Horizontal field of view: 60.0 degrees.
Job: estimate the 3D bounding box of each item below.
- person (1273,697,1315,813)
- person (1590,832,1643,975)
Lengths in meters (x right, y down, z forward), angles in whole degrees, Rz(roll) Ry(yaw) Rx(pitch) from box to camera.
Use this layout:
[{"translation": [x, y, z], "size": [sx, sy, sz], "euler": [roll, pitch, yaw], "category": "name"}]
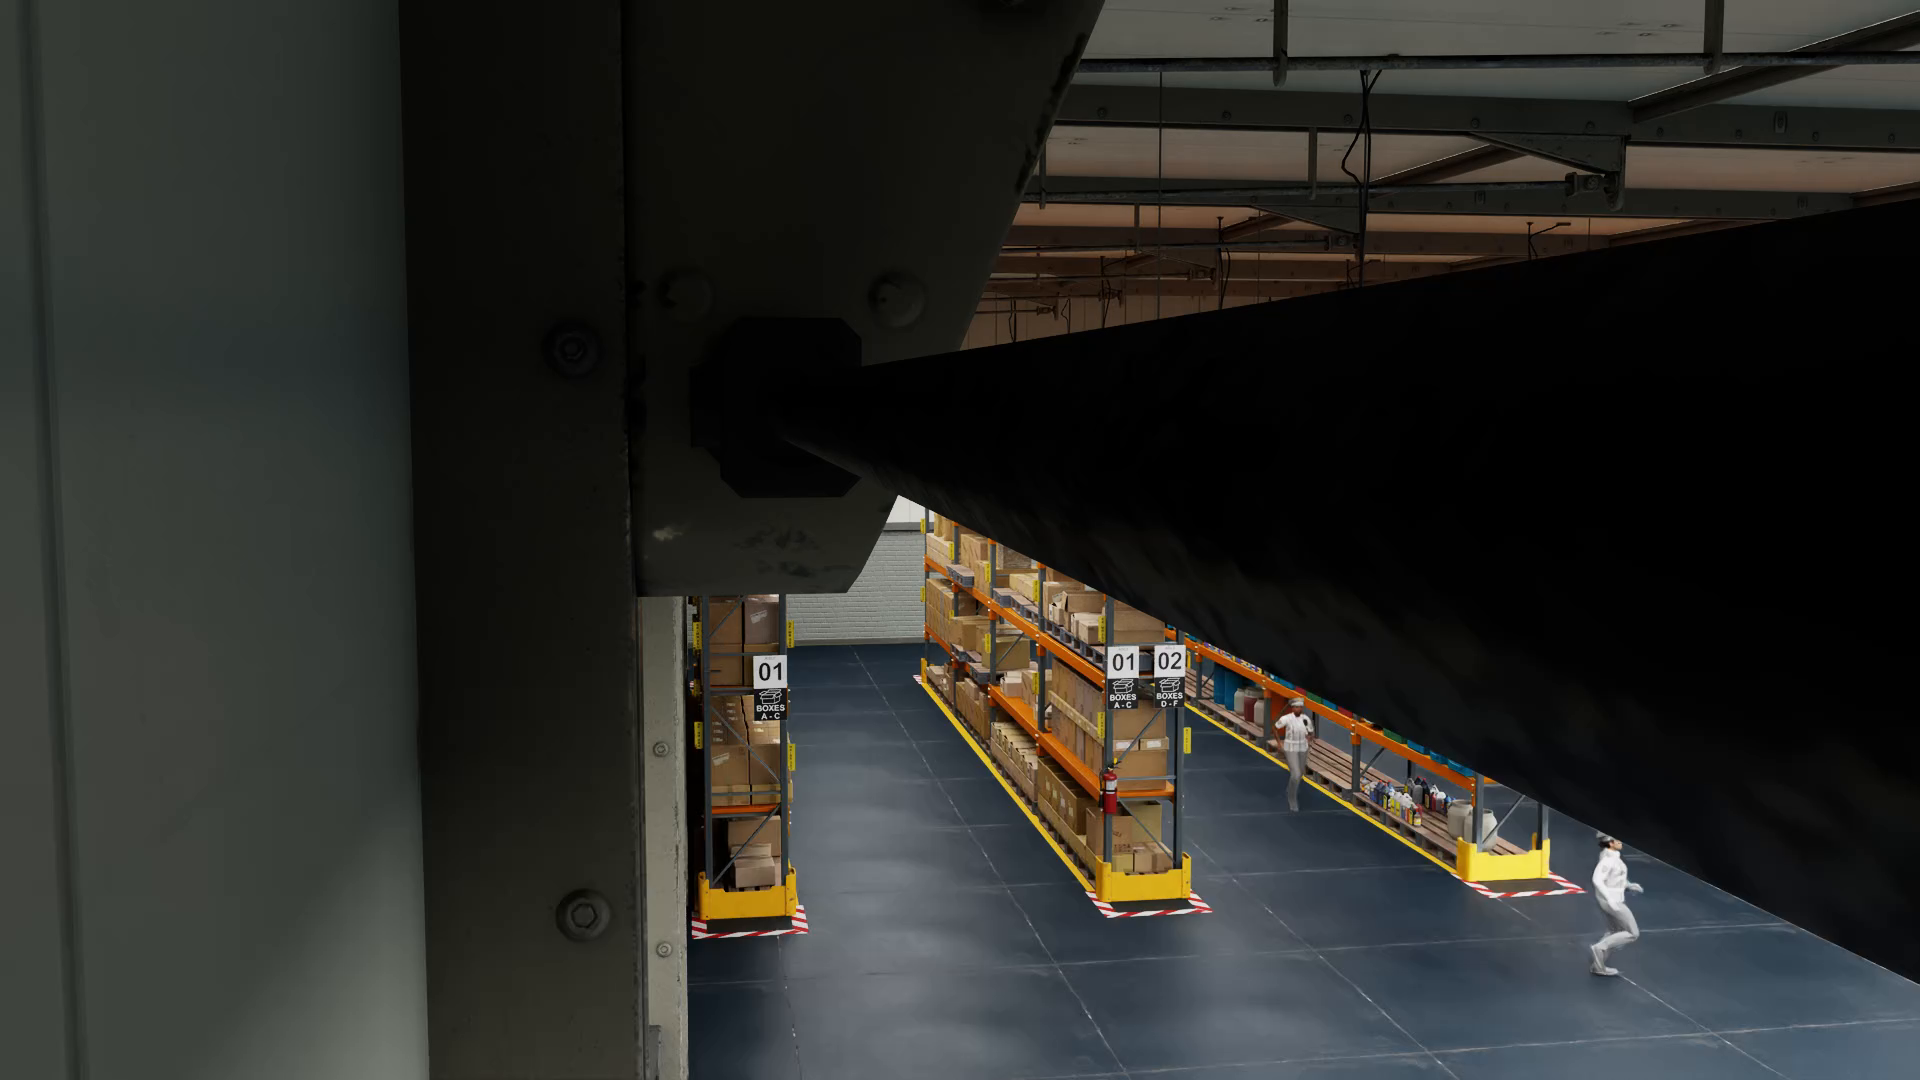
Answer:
[{"translation": [5.122, 3.260, 25.386], "size": [0.545, 1.759, 0.750], "euler": [-2, 5, -17], "category": "person"}, {"translation": [7.123, 3.918, 18.046], "size": [0.550, 1.645, 0.613], "euler": [1, 5, 16], "category": "person"}]
